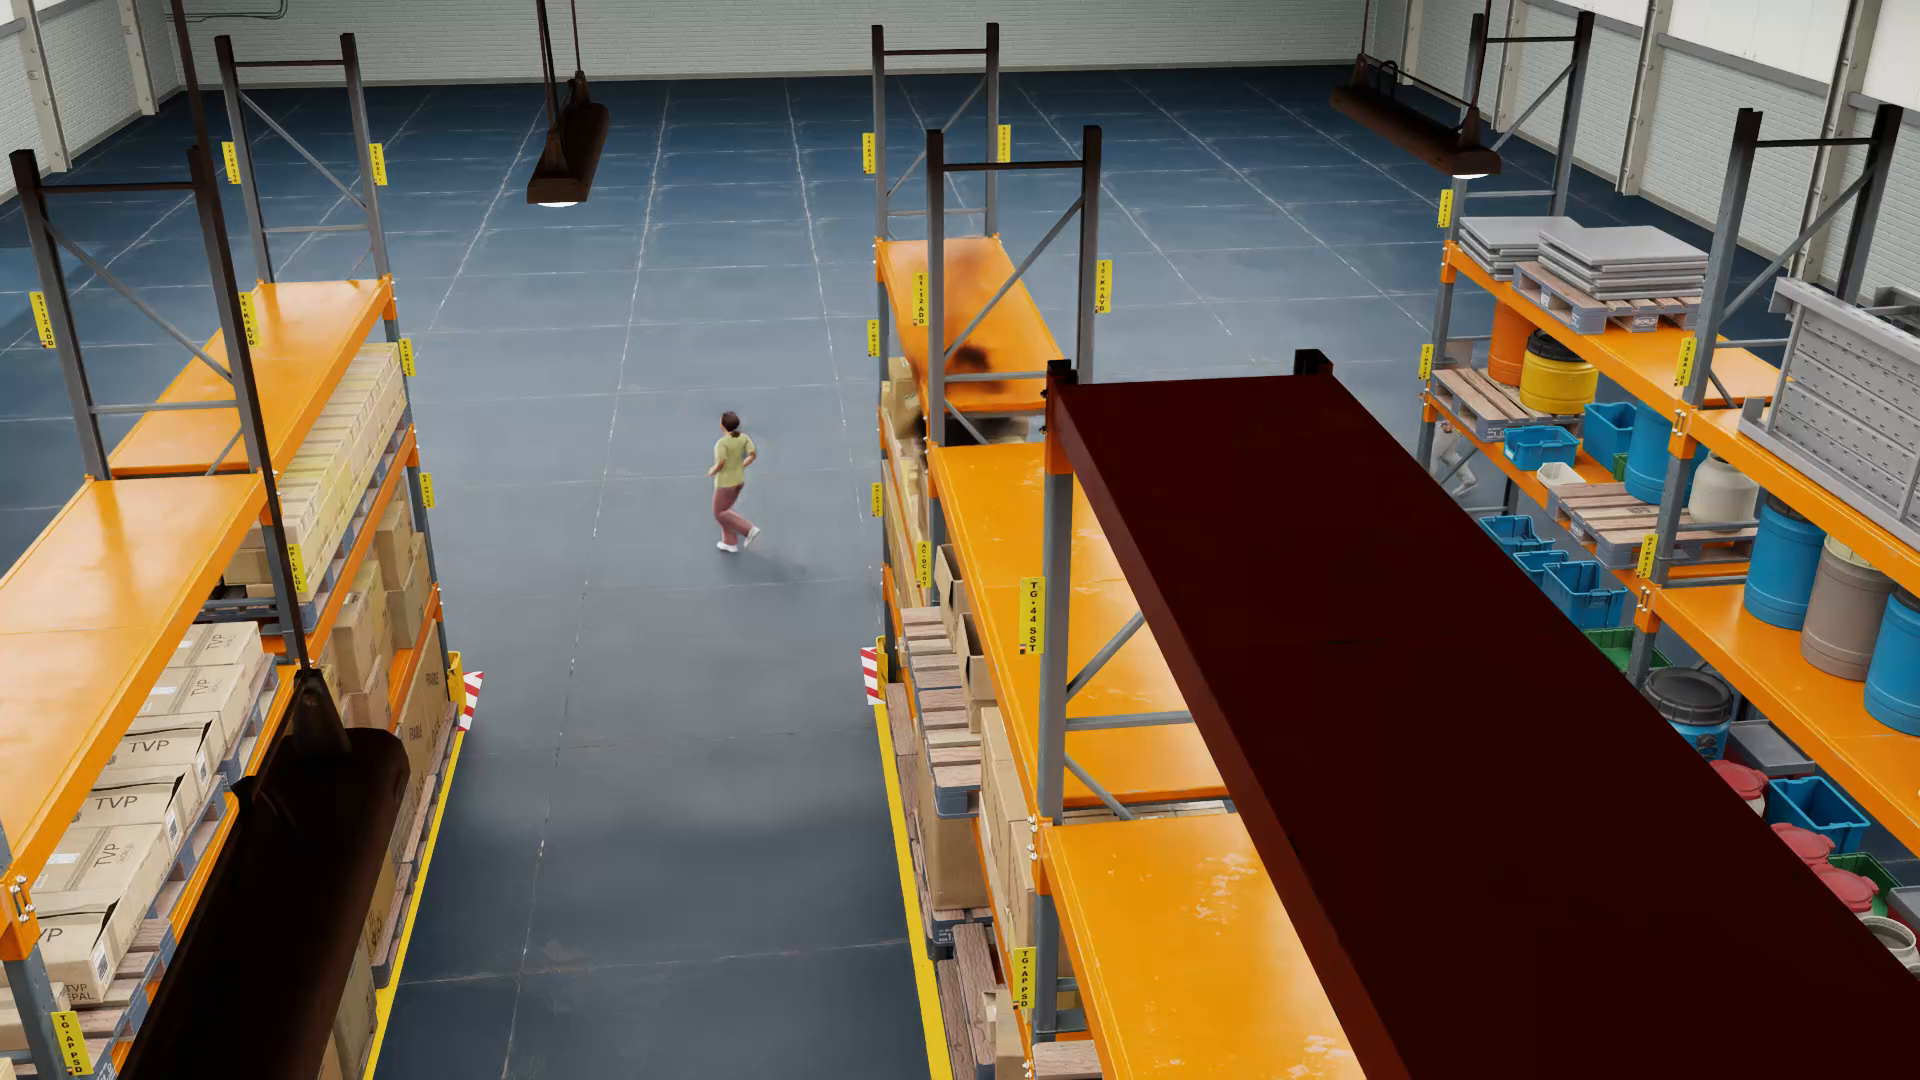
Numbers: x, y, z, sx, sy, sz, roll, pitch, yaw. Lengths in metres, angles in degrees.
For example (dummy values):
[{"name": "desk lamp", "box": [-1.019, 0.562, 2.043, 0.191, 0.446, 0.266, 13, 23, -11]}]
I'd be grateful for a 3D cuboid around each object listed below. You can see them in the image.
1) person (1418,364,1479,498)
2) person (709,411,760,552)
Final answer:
[{"name": "person", "box": [5.591, -1.286, 19.096, 0.898, 1.805, 0.653, 6, 26, 12]}, {"name": "person", "box": [-2.427, -0.595, 17.878, 0.627, 1.646, 0.576, 17, 30, 32]}]
